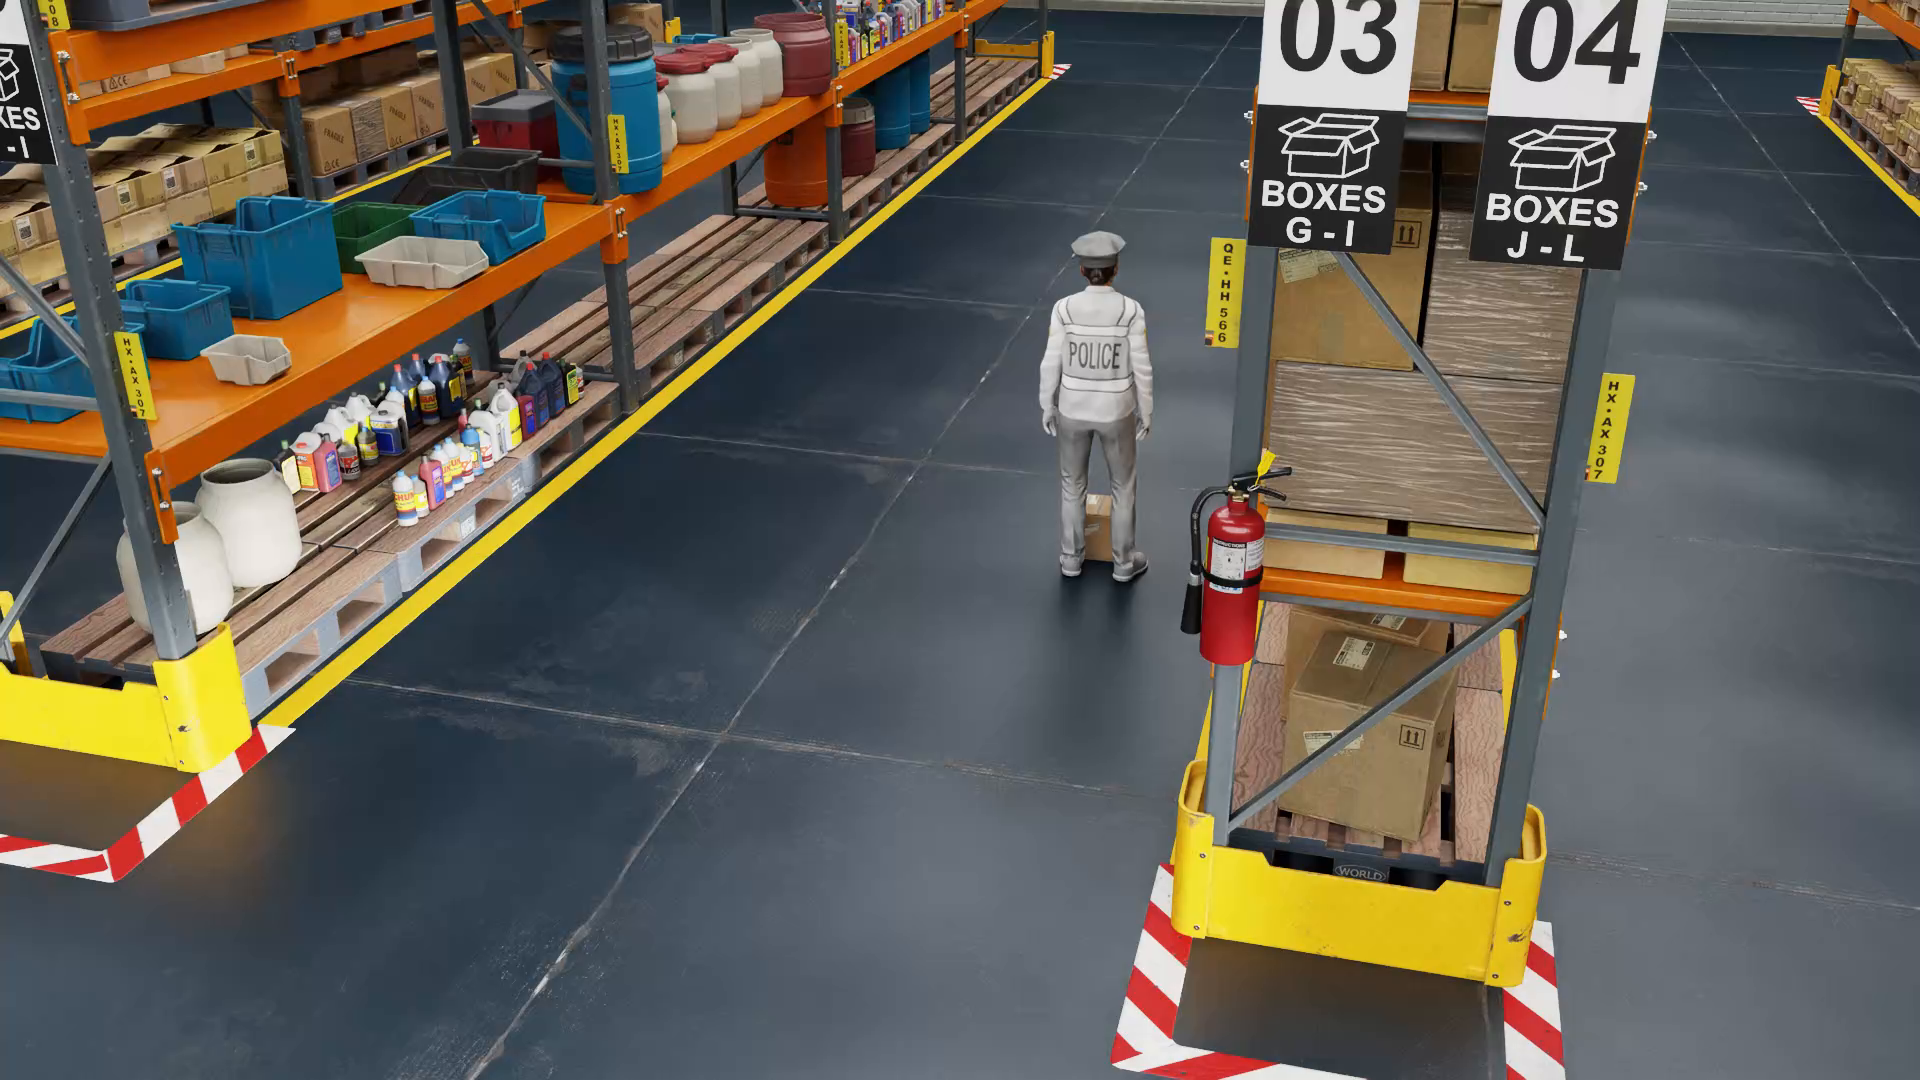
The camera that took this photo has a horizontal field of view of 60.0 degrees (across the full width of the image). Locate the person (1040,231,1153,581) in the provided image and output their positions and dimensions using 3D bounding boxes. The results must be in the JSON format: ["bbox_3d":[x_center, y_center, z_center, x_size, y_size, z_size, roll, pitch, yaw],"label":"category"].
[{"bbox_3d":[0.646,-0.601,7.864,0.547,1.666,0.371,5,26,10],"label":"person"}]
